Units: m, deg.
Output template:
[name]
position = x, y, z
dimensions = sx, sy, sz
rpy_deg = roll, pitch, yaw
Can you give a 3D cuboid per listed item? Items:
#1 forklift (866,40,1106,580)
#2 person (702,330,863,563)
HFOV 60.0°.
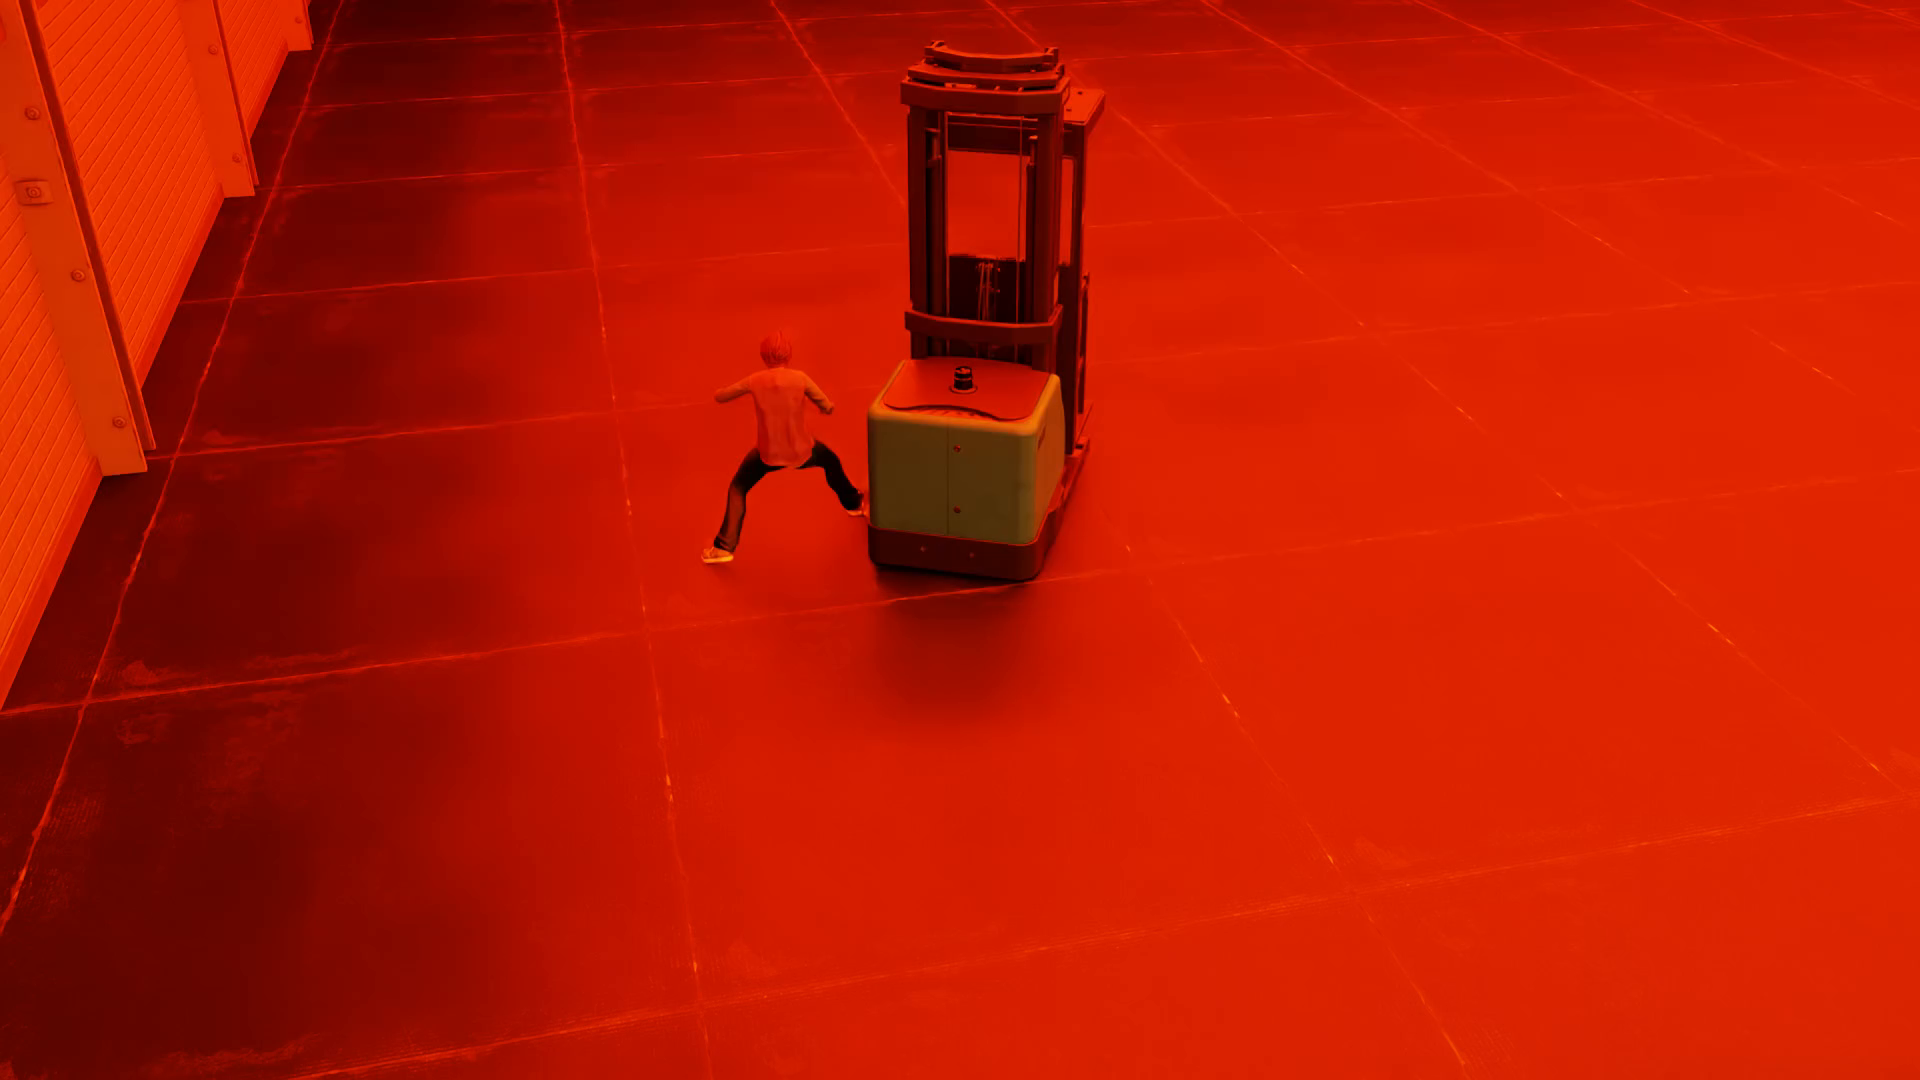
[forklift]
position = 0.279, -1.754, 10.604
dimensions = 1.130, 2.935, 3.031
rpy_deg = 7, 31, 12
[person]
position = -1.113, -0.647, 10.214
dimensions = 0.992, 1.422, 0.899
rpy_deg = -1, 30, -2
